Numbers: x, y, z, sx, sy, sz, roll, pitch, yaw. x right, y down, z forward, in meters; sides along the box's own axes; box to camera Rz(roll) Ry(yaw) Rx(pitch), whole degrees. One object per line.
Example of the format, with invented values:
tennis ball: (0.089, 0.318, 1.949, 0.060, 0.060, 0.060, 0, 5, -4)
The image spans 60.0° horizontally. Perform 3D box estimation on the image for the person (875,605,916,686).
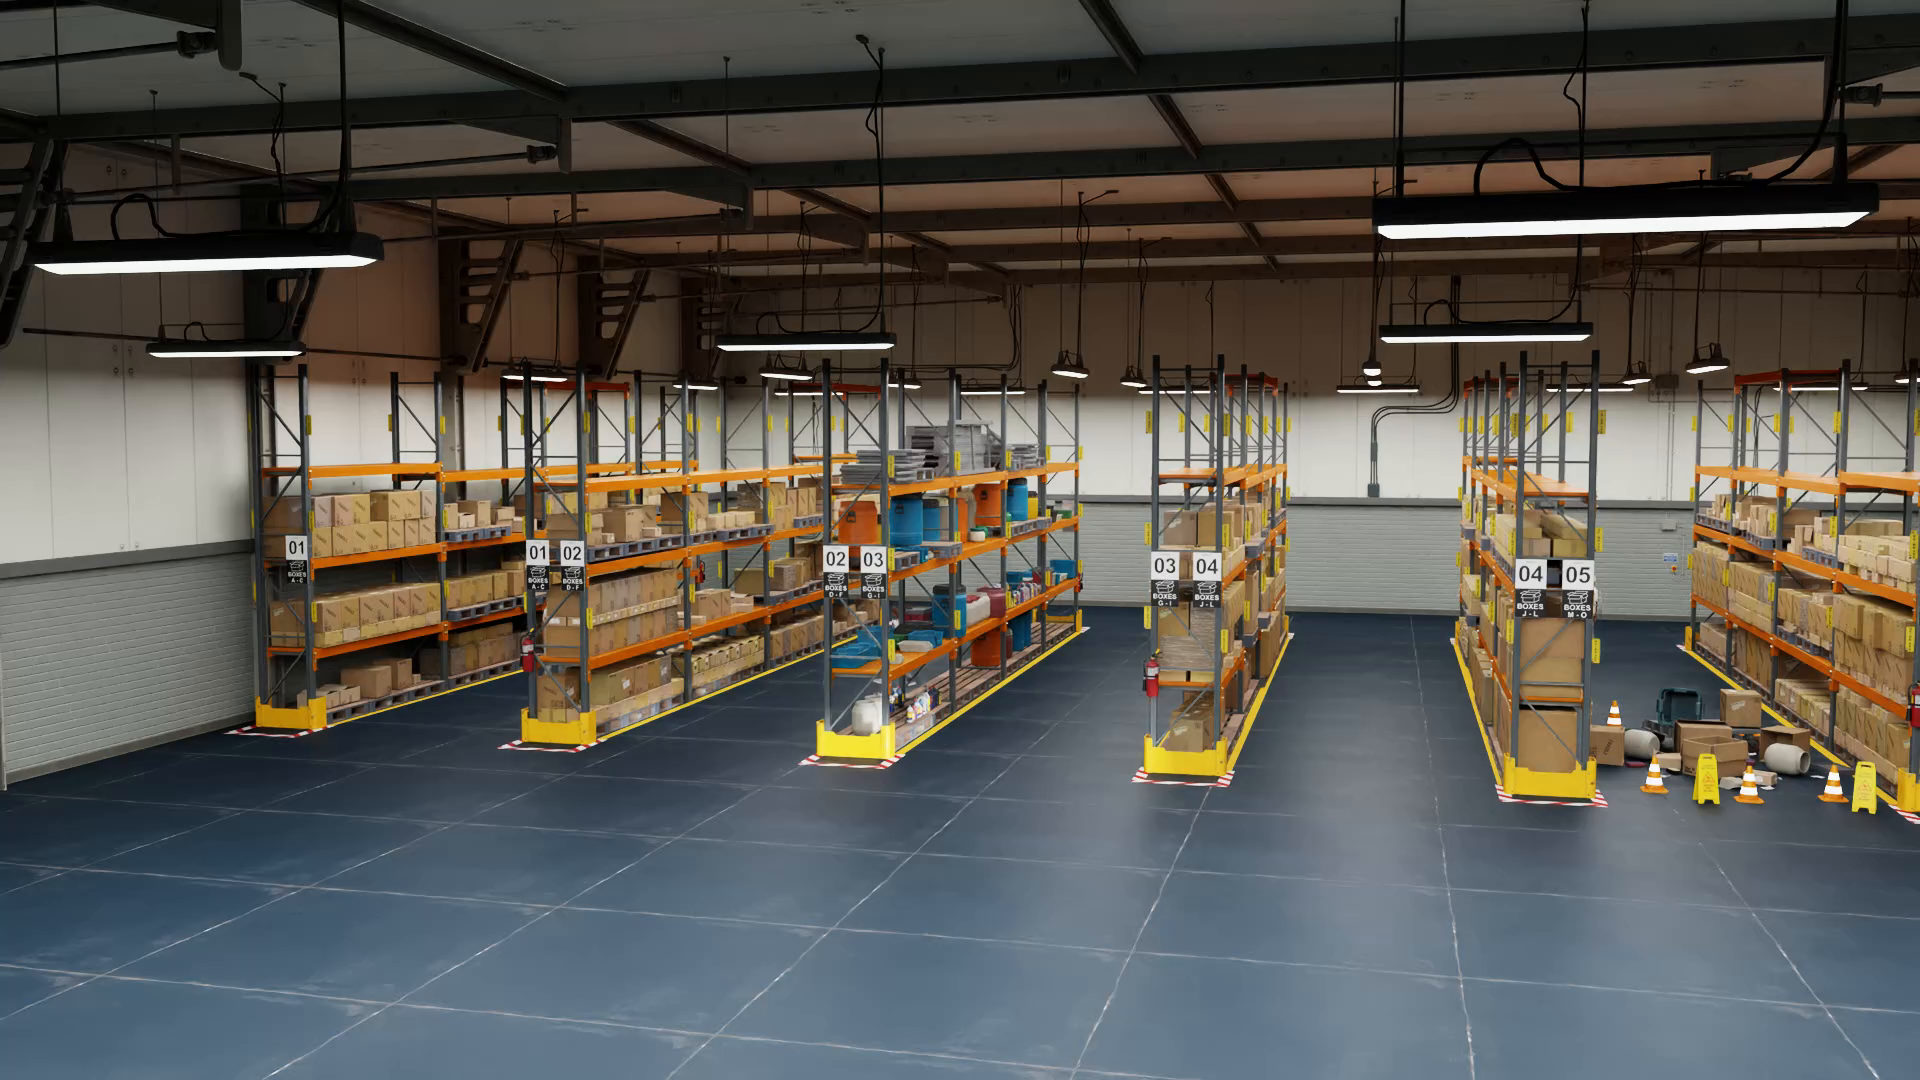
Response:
person: (-1.143, 1.911, 30.196, 0.726, 1.474, 0.429, 3, 5, 38)

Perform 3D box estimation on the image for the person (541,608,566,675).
person: (-7.842, 1.902, 32.229, 0.556, 1.712, 0.946, -1, 4, -11)

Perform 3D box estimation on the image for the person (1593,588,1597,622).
person: (13.685, 1.613, 36.373, 0.616, 1.766, 0.467, -2, 4, -24)
